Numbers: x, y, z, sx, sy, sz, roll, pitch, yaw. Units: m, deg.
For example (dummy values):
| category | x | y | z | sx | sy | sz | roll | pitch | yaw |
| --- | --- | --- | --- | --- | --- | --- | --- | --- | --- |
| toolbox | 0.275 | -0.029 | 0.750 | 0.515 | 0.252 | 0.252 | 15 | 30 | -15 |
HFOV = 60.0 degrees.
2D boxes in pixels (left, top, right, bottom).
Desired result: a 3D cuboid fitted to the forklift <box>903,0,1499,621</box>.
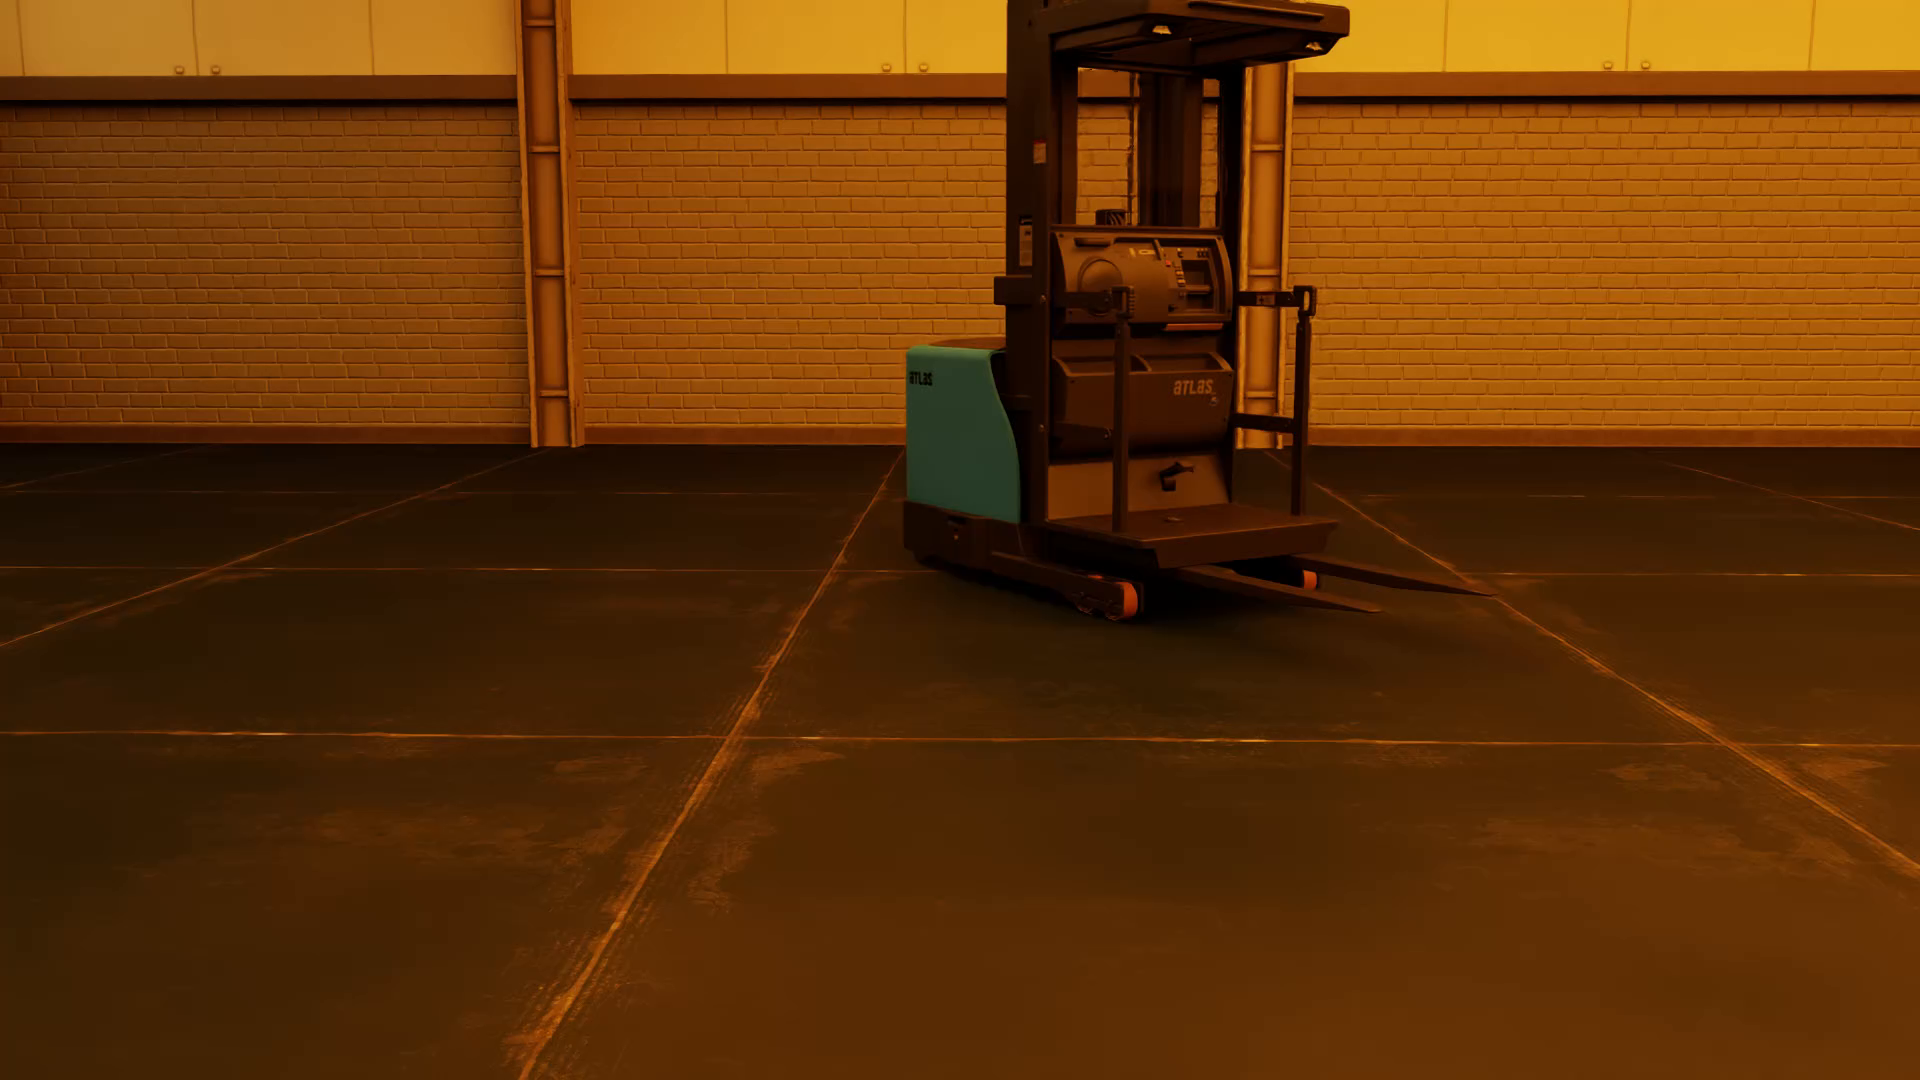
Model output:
| category | x | y | z | sx | sy | sz | roll | pitch | yaw |
| --- | --- | --- | --- | --- | --- | --- | --- | --- | --- |
| forklift | 0.930 | -1.196 | 7.124 | 1.130 | 2.935 | 3.031 | -5 | 10 | -32 |
